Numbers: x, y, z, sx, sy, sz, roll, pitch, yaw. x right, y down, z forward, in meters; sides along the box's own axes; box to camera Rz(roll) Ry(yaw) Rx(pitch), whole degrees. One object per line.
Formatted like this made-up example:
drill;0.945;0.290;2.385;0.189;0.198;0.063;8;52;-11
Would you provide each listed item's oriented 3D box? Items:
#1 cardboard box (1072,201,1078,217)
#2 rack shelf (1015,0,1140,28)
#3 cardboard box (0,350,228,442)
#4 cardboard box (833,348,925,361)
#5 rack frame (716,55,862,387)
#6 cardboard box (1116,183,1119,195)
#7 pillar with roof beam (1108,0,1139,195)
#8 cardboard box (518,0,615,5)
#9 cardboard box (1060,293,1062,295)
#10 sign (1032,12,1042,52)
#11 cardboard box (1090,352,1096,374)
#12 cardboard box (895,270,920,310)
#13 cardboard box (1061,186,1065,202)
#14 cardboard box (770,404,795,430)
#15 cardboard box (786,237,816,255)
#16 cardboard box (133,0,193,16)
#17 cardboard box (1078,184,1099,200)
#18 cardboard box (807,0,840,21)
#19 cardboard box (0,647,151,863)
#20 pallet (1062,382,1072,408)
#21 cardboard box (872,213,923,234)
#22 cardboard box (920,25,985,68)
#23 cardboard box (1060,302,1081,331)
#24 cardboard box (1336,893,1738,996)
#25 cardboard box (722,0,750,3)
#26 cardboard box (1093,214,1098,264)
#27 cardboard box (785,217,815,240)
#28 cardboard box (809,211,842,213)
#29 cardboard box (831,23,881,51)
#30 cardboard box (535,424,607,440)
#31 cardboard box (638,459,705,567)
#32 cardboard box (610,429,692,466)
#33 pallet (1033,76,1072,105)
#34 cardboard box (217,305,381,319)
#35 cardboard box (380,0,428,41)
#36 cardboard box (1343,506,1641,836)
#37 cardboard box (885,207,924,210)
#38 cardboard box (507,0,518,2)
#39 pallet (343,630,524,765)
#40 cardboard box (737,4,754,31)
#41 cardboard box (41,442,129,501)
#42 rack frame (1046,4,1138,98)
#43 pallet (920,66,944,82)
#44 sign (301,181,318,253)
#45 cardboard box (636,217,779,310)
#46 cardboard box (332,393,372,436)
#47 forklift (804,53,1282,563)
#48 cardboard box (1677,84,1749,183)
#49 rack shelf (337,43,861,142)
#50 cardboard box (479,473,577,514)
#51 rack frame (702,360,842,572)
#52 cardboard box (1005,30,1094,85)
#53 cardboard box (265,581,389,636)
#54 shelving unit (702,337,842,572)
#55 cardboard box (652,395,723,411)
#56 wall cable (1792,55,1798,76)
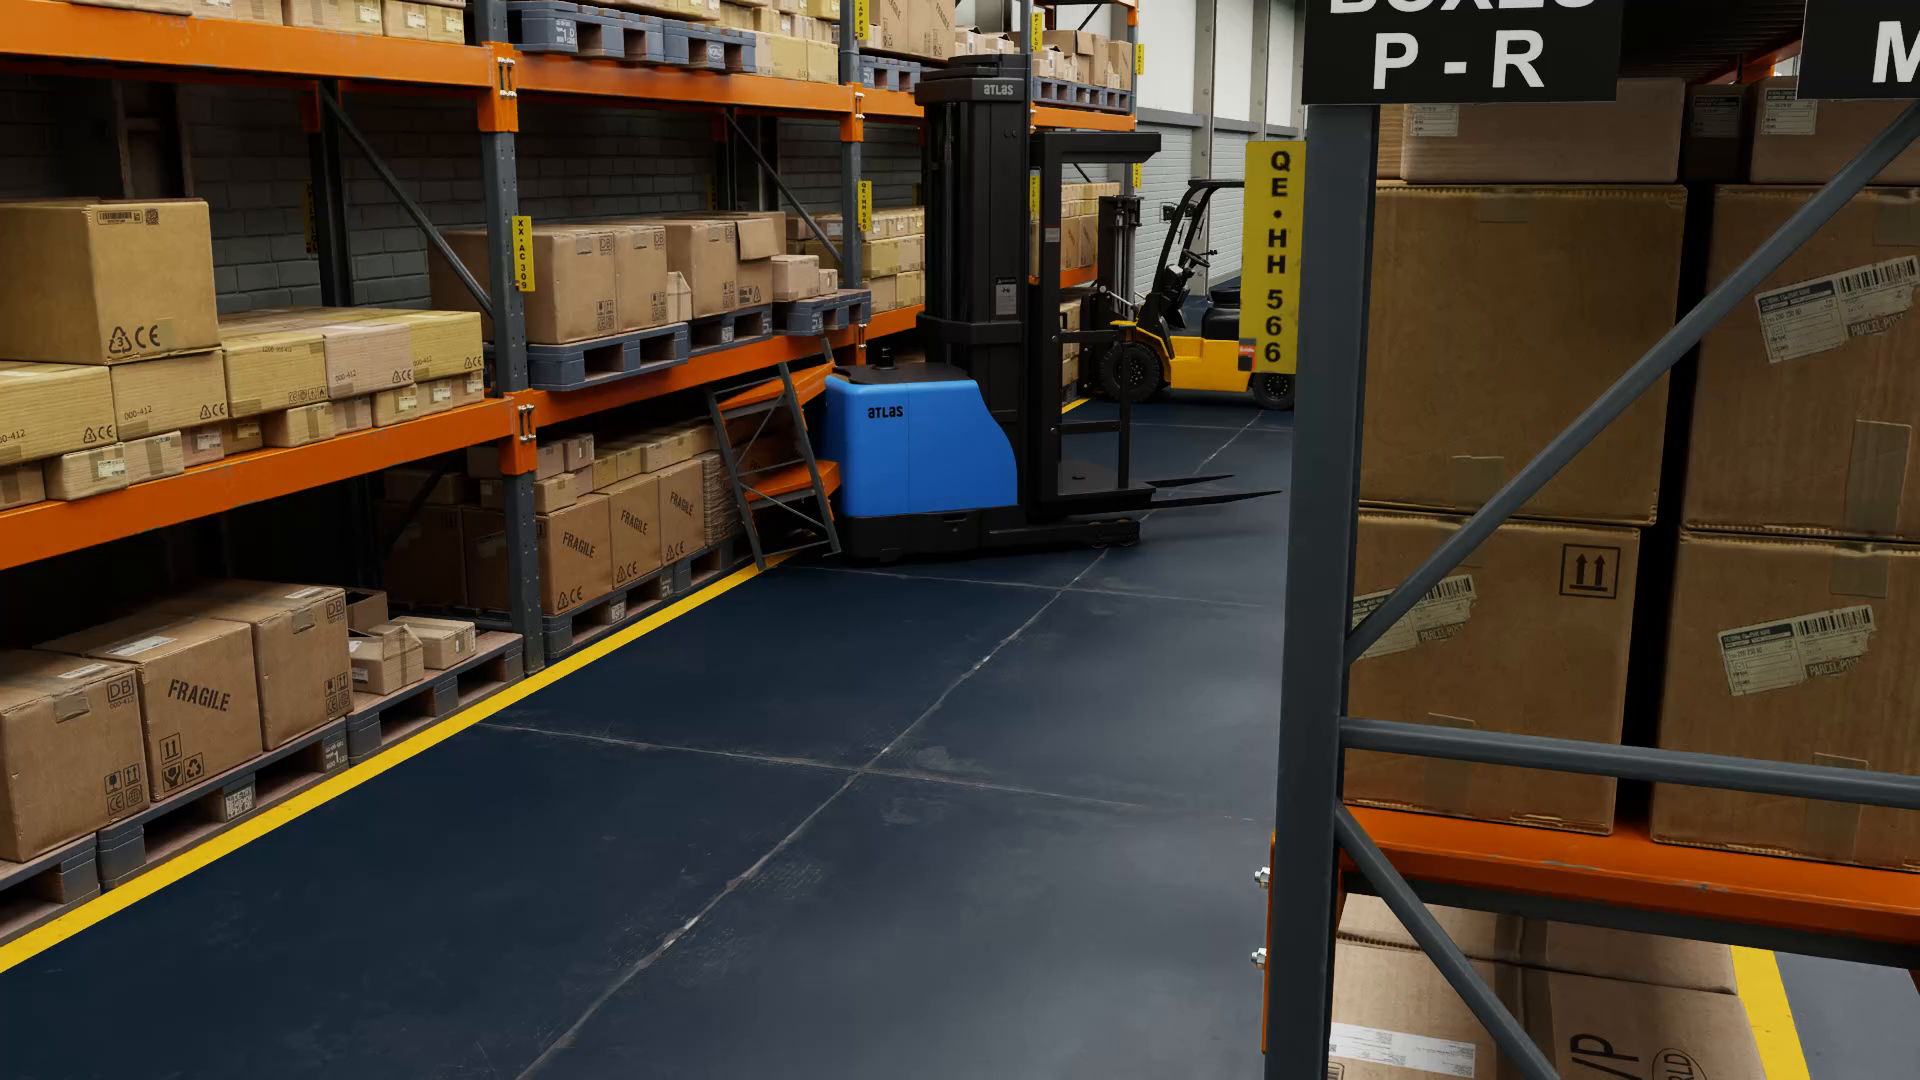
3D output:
cardboard box;0.938;-3.242;16.268;0.380;0.149;0.250;4;13;17
rack shelf;0.792;-5.362;16.271;1.077;0.370;4.000;4;14;18
cardboard box;-2.867;-0.505;5.628;0.500;0.250;0.500;4;13;17
cardboard box;-0.513;-1.176;13.294;0.875;0.625;0.625;4;13;16
rack frame;-1.149;-1.719;11.279;1.000;3.000;0.127;4;14;18
cardboard box;1.523;-3.823;18.146;0.380;0.149;0.250;4;14;19
pillar with roof beam;6.376;-7.200;21.810;9.100;9.000;0.400;4;14;18
cardboard box;-1.865;-2.617;7.868;0.380;0.149;0.250;4;14;19
cardboard box;0.774;-2.458;17.503;0.500;0.250;0.500;4;14;18
sign;0.662;-4.392;14.380;0.100;0.325;0.005;4;14;18
cardboard box;1.099;-1.826;16.984;0.500;0.250;0.500;5;14;20
cardboard box;-0.607;-1.827;12.090;0.500;0.250;0.500;4;13;17
cardboard box;0.782;-3.280;15.766;0.380;0.149;0.250;5;14;20
cardboard box;-1.255;-0.787;10.412;0.380;0.149;0.250;4;13;17
cardboard box;-1.267;-2.004;11.742;0.500;0.250;0.500;5;14;20
cardboard box;-2.751;-1.794;5.429;0.380;0.149;0.250;5;14;20
cardboard box;1.205;-3.547;16.937;0.380;0.149;0.250;5;14;20
cardboard box;-0.981;-3.354;10.474;0.380;0.149;0.250;5;14;20
cardboard box;-3.137;0.680;5.441;0.700;0.500;0.500;5;14;21
pallet;0.442;-1.366;16.000;1.003;0.211;1.213;4;14;18
cardboard box;-0.498;-2.353;12.375;0.380;0.149;0.250;5;14;19
cardboard box;-0.107;-3.902;13.135;0.500;0.311;0.500;4;13;16
cardboard box;0.923;-2.205;16.395;0.500;0.250;0.500;5;14;20
cardboard box;1.367;1.027;4.062;0.875;0.438;0.875;5;14;20
cardboard box;-1.400;-3.081;9.277;0.380;0.149;0.250;4;14;19
cardboard box;1.186;-3.113;17.162;0.500;0.500;0.500;4;13;17
cardboard box;-1.236;-2.167;11.560;0.380;0.149;0.250;5;14;20
cardboard box;-0.942;-2.445;12.777;0.380;0.149;0.250;4;13;17
cardboard box;-0.749;-3.373;11.139;0.380;0.166;0.250;4;14;18
cardboard box;-2.219;-0.553;9.386;0.380;0.149;0.250;5;14;19
cardboard box;-1.745;-0.166;9.149;0.500;0.500;0.500;4;13;17
cardboard box;-1.712;-0.515;9.220;0.380;0.149;0.250;5;14;20
pallet;0.396;-4.162;15.440;1.003;0.211;1.213;4;14;18
cardboard box;-2.859;-0.864;7.201;0.500;0.250;0.500;4;14;18
cardboard box;-2.363;-2.069;6.633;0.380;0.149;0.250;4;14;18
cardboard box;0.866;0.153;2.854;0.500;0.500;0.500;4;14;19
cardboard box;-0.453;-2.707;13.926;0.380;0.149;0.250;4;14;18
cardboard box;-2.278;-2.650;8.011;0.380;0.149;0.250;4;13;17
pallet;-2.667;0.627;7.266;1.003;0.211;1.213;4;14;18
cardboard box;-1.415;-3.000;9.590;0.380;0.149;0.250;4;14;19
cardboard box;-2.908;-0.229;5.316;0.380;0.149;0.250;4;13;17
rack frame;1.439;-6.328;17.991;1.000;3.000;0.127;4;14;18
pallet;-0.655;-3.474;12.653;1.003;0.211;1.213;5;14;21
sign;-2.970;-1.481;7.632;0.100;0.325;0.005;4;14;18
cardboard box;-1.502;-1.617;9.657;0.797;0.503;0.637;4;13;17
cardboard box;-2.543;-0.503;6.515;0.380;0.149;0.250;5;14;20
forklift;0.582;-1.479;10.383;3.031;2.935;1.130;-5;14;-21
cardboard box;1.354;-0.646;2.647;0.380;0.149;0.250;5;14;20
rack shelf;-1.796;-2.410;9.180;1.077;0.370;4.000;4;14;18
cardboard box;-2.076;-0.236;7.995;0.380;0.149;0.250;5;14;21
rack frame;-1.061;-0.408;9.387;0.500;1.125;0.032;-13;12;12
cardboard box;0.875;-4.730;16.330;0.797;0.503;0.637;5;14;20
cardboard box;-2.881;0.351;7.307;0.500;0.311;0.500;5;14;20
shelving unit;-0.984;-0.531;9.874;0.538;1.125;1.048;-13;12;12
cardboard box;-1.729;-0.822;10.564;0.380;0.149;0.250;5;14;19
wall cable;21.250;-14.059;44.221;2.305;6.003;0.169;4;14;18
